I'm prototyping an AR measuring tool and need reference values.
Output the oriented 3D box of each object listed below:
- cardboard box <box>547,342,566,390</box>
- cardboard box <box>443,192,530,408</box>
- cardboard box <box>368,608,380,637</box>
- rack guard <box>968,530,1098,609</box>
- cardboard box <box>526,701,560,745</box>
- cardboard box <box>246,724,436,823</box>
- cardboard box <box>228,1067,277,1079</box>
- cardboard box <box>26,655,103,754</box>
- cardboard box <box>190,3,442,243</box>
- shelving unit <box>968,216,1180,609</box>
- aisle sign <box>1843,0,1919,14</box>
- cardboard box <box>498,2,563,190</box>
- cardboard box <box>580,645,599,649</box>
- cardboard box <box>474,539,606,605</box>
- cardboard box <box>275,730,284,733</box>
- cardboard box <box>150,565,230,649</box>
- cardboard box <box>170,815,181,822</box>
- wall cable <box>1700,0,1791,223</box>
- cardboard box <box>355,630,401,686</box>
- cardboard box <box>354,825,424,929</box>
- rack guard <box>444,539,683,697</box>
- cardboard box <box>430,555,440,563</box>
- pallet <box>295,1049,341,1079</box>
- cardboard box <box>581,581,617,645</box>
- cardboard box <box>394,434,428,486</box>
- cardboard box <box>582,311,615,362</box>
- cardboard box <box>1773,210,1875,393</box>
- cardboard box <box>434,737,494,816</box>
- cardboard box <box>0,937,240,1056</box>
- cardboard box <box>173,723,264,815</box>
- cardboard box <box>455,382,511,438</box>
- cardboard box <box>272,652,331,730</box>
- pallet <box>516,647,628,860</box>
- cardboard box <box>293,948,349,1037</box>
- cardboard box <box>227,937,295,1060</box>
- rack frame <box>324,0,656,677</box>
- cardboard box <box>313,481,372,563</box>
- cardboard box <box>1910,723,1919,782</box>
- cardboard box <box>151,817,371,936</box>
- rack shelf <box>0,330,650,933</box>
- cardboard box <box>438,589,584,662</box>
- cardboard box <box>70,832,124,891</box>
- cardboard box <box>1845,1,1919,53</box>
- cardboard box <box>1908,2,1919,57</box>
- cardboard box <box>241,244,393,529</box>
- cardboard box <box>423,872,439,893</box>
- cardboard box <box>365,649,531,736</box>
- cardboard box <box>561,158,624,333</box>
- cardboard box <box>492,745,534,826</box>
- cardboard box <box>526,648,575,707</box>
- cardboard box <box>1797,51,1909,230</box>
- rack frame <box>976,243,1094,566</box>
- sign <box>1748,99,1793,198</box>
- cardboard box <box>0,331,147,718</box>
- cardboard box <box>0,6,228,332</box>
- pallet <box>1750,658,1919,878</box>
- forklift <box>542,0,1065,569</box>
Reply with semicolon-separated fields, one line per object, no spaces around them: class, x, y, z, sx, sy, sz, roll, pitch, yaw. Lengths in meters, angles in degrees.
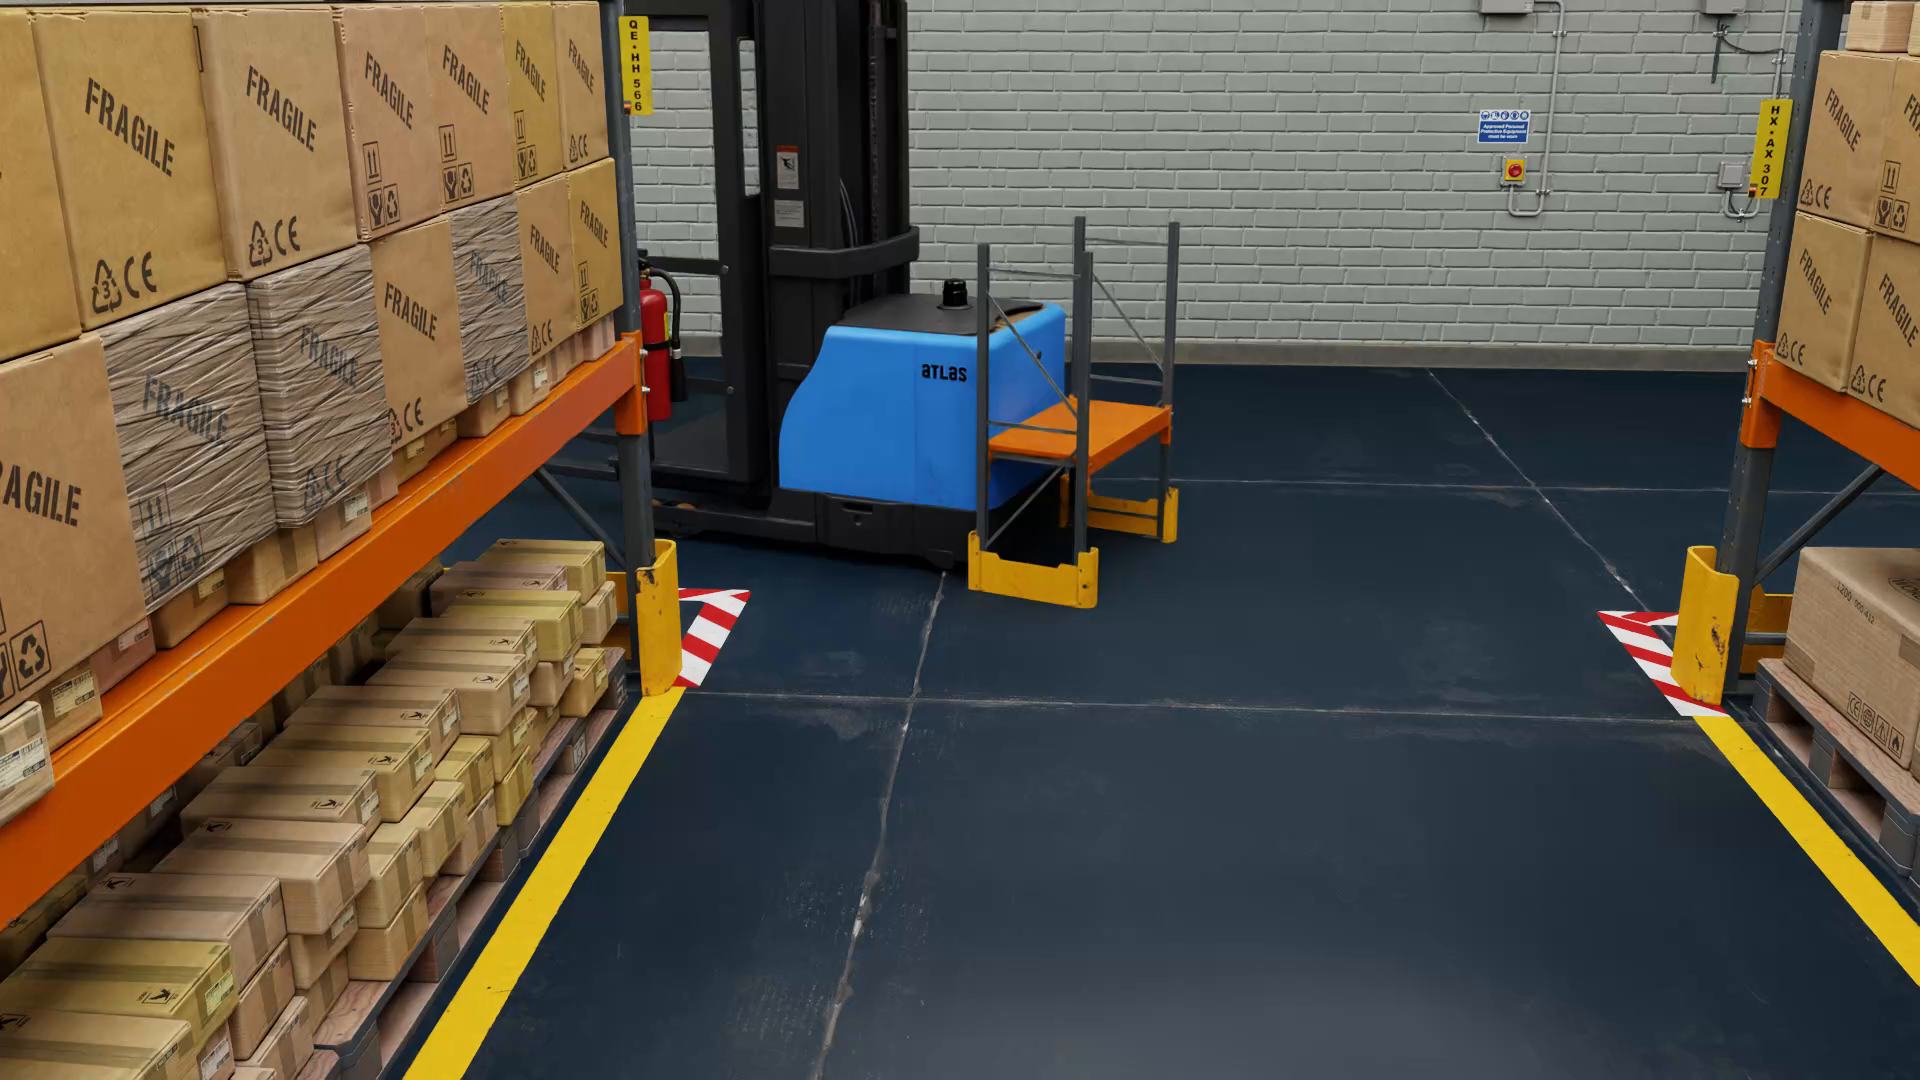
cardboard box;-1.456;-0.553;5.198;0.380;0.149;0.250;1;18;3
cardboard box;-1.501;-0.661;4.484;0.500;0.500;0.500;1;18;4
cardboard box;-2.079;0.256;5.272;0.380;0.149;0.250;1;18;4
rack guard;0.309;0.125;7.142;0.587;0.250;0.087;9;20;25
cardboard box;-1.509;0.551;5.329;0.380;0.149;0.250;1;18;4
cardboard box;-1.575;0.593;4.245;0.380;0.149;0.250;1;18;4
cardboard box;-1.612;1.196;3.361;0.380;0.149;0.250;1;18;4
cardboard box;-1.652;0.264;2.703;0.380;0.149;0.250;2;18;6
cardboard box;-1.541;-0.968;3.815;0.500;0.500;0.500;1;18;2
shelving unit;0.533;-0.608;7.370;0.587;1.500;1.083;9;20;25
aisle sign;3.004;-2.120;5.401;0.394;0.787;0.004;1;18;4
cardboard box;-1.478;-1.294;4.810;0.500;0.500;0.500;1;18;2
cardboard box;-1.486;0.388;5.824;0.380;0.149;0.250;2;18;5
cardboard box;-1.442;0.108;5.726;0.380;0.149;0.250;1;18;5
cardboard box;-2.006;0.560;4.824;0.380;0.149;0.250;0;18;1
cardboard box;-1.660;0.096;3.216;0.380;0.149;0.250;0;18;1
cardboard box;-2.014;0.728;4.309;0.380;0.149;0.250;2;18;7
wall cable;5.084;-3.062;10.820;0.588;1.984;0.122;1;18;4
cardboard box;-1.956;0.398;5.318;0.380;0.149;0.250;2;18;5
cardboard box;-1.541;0.813;4.050;0.380;0.149;0.250;1;18;3
rack guard;-1.662;0.277;6.276;1.175;0.500;0.348;1;18;4
cardboard box;-2.033;0.093;5.771;0.380;0.149;0.250;0;18;1
pallet;-1.931;1.423;3.241;1.003;0.211;1.213;1;18;4
cardboard box;-1.410;0.249;5.771;0.380;0.149;0.250;1;18;2
cardboard box;-1.581;-0.227;4.202;0.380;0.149;0.250;2;18;5
cardboard box;-1.398;-0.708;5.670;0.380;0.149;0.250;1;18;4
cardboard box;2.967;-0.761;5.266;0.500;0.500;0.500;1;18;3
cardboard box;-1.507;0.651;4.545;0.380;0.149;0.250;2;18;7
cardboard box;-1.664;0.914;3.266;0.380;0.149;0.250;1;18;3
cardboard box;-2.030;0.582;4.278;0.380;0.149;0.250;1;18;4
cardboard box;-1.500;-0.392;4.707;0.380;0.149;0.250;0;18;1
cardboard box;-2.043;0.421;4.769;0.380;0.149;0.250;2;18;6
pallet;-1.756;0.665;5.553;1.003;0.211;1.213;1;18;4
cardboard box;-1.659;1.031;3.862;0.380;0.149;0.250;1;18;2
cardboard box;-1.666;0.975;3.557;0.380;0.149;0.250;0;18;1
rack frame;-1.657;-0.935;5.959;1.000;3.000;0.127;1;18;4
cardboard box;-1.551;-0.064;3.704;0.380;0.149;0.250;2;18;6
cardboard box;3.283;0.654;4.551;0.875;0.438;0.875;2;18;5
cardboard box;-1.569;0.755;3.750;0.380;0.149;0.250;2;18;5
rack shelf;-1.800;0.028;4.175;1.077;0.370;4.000;1;18;4
cardboard box;-1.409;0.268;5.237;0.380;0.149;0.250;1;18;3
cardboard box;-2.164;0.741;3.793;0.380;0.149;0.250;0;18;1
cardboard box;2.986;-1.583;5.128;0.380;0.149;0.250;2;18;5
cardboard box;2.905;-1.421;4.636;0.380;0.149;0.250;2;18;6
cardboard box;-1.556;-0.339;3.502;0.500;0.500;0.500;1;18;3
cardboard box;-1.602;0.870;4.356;0.380;0.149;0.250;2;18;5
cardboard box;-1.455;0.431;4.738;0.380;0.149;0.250;2;18;6
cardboard box;-1.432;-0.978;5.454;0.500;0.500;0.500;2;18;5
cardboard box;-1.469;0.708;4.848;0.380;0.149;0.250;0;18;1
cardboard box;-1.445;0.411;5.279;0.380;0.149;0.250;1;18;2
cardboard box;2.969;-1.236;5.111;0.500;0.500;0.500;1;18;3
rack frame;0.300;-0.464;6.930;0.500;1.500;0.032;9;20;25
sign;2.735;-1.319;5.614;0.100;0.325;0.005;1;18;4
cardboard box;-1.657;-0.030;2.558;0.500;0.500;0.500;1;18;3
cardboard box;-1.646;-0.653;2.853;0.500;0.500;0.500;1;18;2
pallet;3.309;0.719;5.388;1.003;0.211;1.213;1;18;4
forklift;-1.051;-1.542;7.923;3.031;2.935;1.130;7;20;22
